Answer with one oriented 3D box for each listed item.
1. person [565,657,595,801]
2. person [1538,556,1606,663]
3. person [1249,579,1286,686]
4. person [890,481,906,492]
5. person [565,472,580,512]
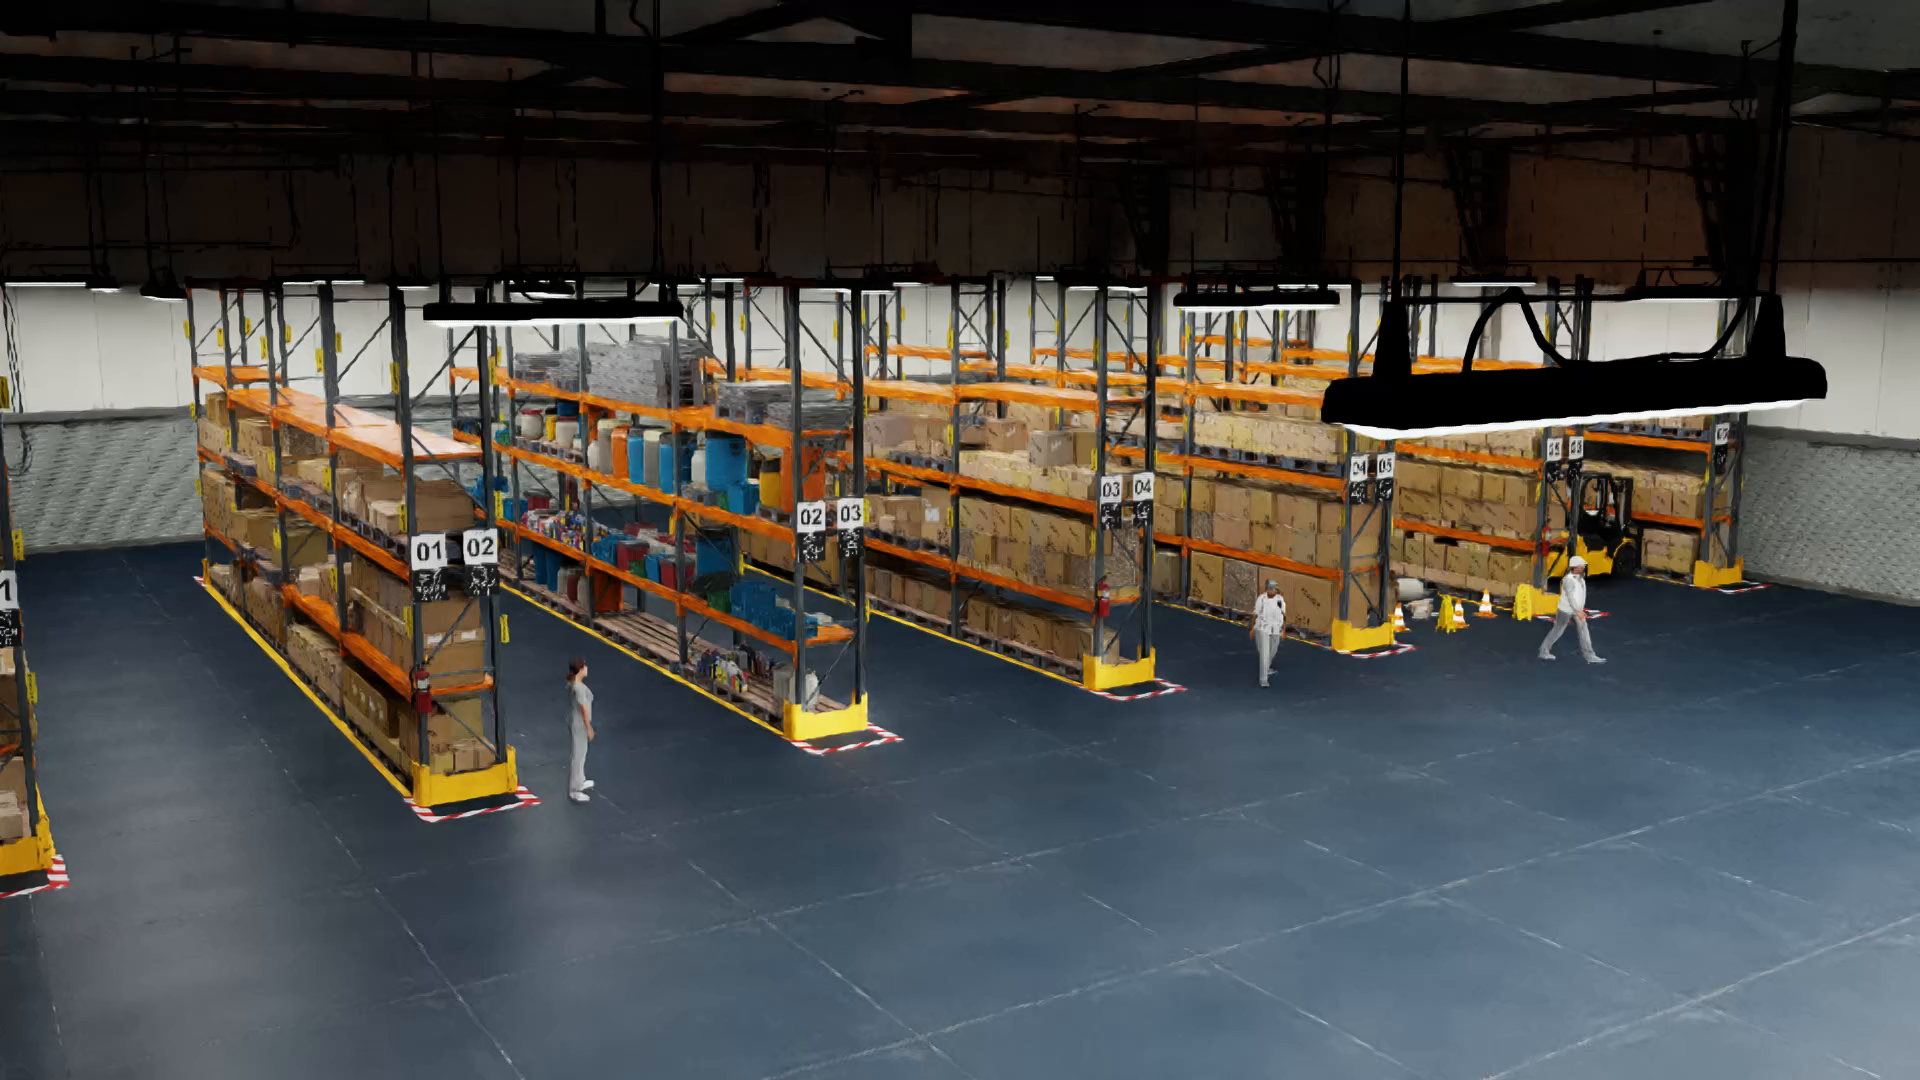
[{"bbox_3d":[-4.513,2.206,19.753,0.386,1.679,0.625,-5,11,-26],"label":"person"},{"bbox_3d":[9.694,1.094,26.299,0.538,1.715,1.026,-8,12,-40],"label":"person"},{"bbox_3d":[4.664,1.355,25.131,0.534,1.598,0.933,-2,10,-12],"label":"person"},{"bbox_3d":[-1.801,-2.202,45.962,0.599,1.716,0.552,1,10,5],"label":"person"},{"bbox_3d":[-8.887,-0.865,37.785,0.477,1.778,0.744,0,10,-2],"label":"person"}]
